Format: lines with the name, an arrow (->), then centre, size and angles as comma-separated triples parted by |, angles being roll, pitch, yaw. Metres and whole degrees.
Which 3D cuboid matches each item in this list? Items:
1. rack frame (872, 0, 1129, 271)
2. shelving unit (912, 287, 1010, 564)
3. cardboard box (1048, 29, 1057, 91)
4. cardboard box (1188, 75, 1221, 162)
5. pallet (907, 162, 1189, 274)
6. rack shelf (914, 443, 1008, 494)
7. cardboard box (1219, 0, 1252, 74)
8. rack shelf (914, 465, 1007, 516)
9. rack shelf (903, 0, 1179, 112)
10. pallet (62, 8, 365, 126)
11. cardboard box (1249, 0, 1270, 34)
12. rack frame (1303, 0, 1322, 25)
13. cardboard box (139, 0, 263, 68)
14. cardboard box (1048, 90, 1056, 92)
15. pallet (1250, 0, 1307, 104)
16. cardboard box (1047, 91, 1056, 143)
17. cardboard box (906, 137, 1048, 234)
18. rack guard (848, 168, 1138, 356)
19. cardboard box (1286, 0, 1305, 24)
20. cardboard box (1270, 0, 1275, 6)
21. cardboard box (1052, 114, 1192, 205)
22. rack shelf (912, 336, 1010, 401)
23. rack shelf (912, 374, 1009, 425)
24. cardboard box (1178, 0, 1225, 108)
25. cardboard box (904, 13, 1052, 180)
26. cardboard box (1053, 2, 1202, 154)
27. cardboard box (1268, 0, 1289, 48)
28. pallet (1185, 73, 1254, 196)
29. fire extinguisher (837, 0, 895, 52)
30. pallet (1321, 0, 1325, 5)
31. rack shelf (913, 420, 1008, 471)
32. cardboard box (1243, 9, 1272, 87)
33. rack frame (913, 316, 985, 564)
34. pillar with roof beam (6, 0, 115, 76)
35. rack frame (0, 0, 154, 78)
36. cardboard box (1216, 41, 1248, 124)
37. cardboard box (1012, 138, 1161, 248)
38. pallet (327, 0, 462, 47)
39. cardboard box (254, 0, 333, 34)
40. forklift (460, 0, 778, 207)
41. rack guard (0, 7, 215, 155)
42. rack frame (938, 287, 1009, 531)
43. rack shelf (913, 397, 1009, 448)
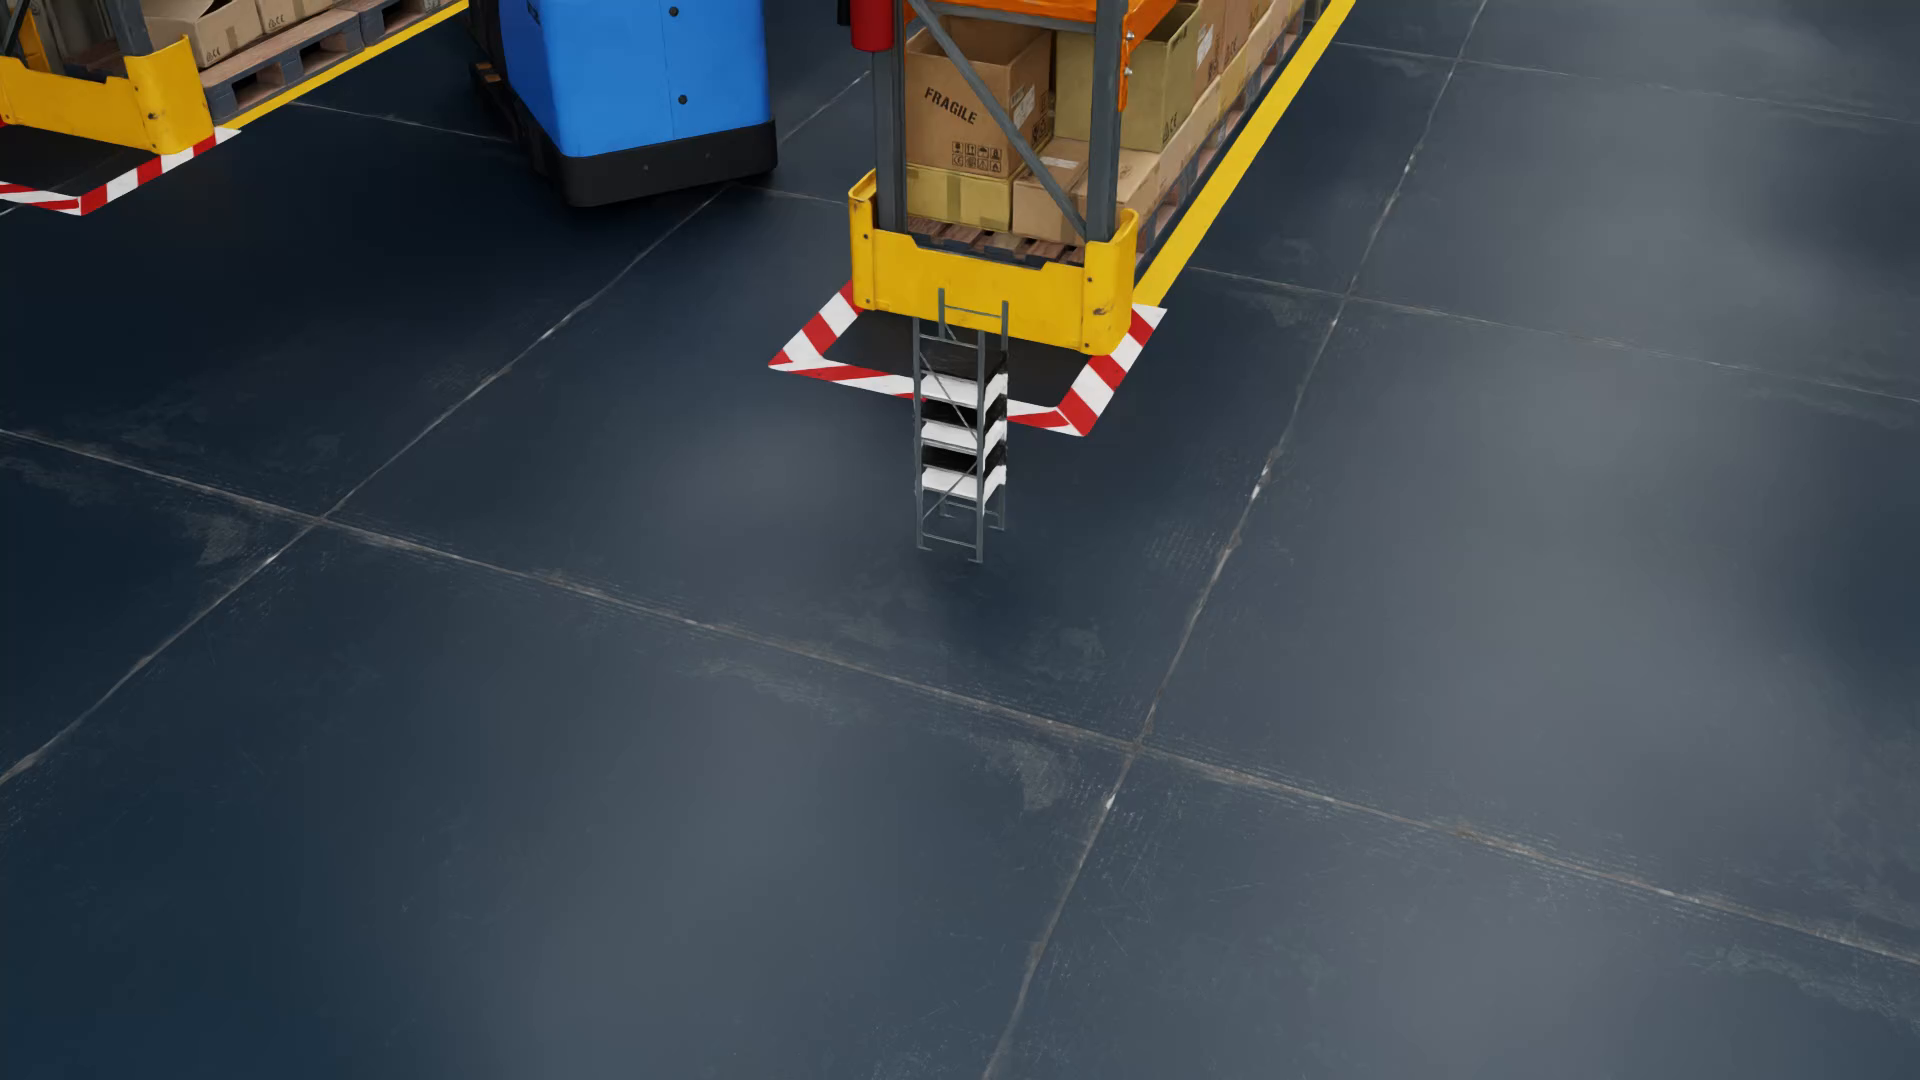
rack frame -> 0.137, -2.178, 6.159 | 1.000, 3.000, 0.127 | 14, 39, 18
shelving unit -> 0.003, -0.365, 5.487 | 0.258, 0.900, 0.210 | 14, 39, 18
cardboard box -> 0.433, -2.467, 7.865 | 0.500, 0.500, 0.500 | 14, 39, 18
cardboard box -> 0.925, -2.046, 7.928 | 0.500, 0.250, 0.500 | 14, 39, 18
pallet -> 0.390, -1.495, 7.573 | 1.003, 0.211, 1.213 | 14, 39, 18
rack shelf -> 0.003, -0.266, 5.560 | 0.258, 0.077, 0.200 | 14, 39, 18
cardboard box -> 1.120, -2.622, 8.072 | 0.500, 0.500, 0.500 | 14, 39, 18
rack shelf -> 0.003, -0.194, 5.614 | 0.258, 0.077, 0.200 | 14, 39, 18
rack shelf -> 0.898, -2.998, 7.856 | 1.077, 0.370, 4.000 | 14, 39, 18
pallet -> -4.074, -2.672, 9.148 | 1.003, 0.211, 1.213 | 14, 39, 18
cardboard box -> 1.297, -2.902, 8.446 | 0.500, 0.500, 0.500 | 14, 39, 18
rack frame -> 1.659, -4.393, 9.122 | 1.000, 3.000, 0.127 | 14, 39, 18
cardboard box -> -4.099, -2.767, 8.824 | 0.500, 0.311, 0.500 | 10, 38, 13
cardboard box -> 0.436, -2.166, 8.089 | 0.500, 0.250, 0.500 | 14, 39, 18
pallet -> 1.318, -2.845, 9.380 | 1.003, 0.211, 1.213 | 14, 39, 18
cardboard box -> 0.247, -1.889, 7.718 | 0.500, 0.250, 0.500 | 14, 39, 18
cardboard box -> 0.068, -1.609, 7.344 | 0.500, 0.250, 0.500 | 14, 39, 18
rack guard -> 0.128, -1.164, 6.890 | 1.175, 0.500, 0.348 | 14, 39, 18
cardboard box -> 1.685, -3.153, 9.409 | 0.500, 0.250, 0.500 | 14, 39, 18
cardboard box -> 1.484, -3.180, 8.818 | 0.500, 0.500, 0.500 | 14, 39, 18
cardboard box -> 0.734, -1.769, 7.557 | 0.500, 0.250, 0.500 | 14, 39, 18
rack shelf -> 0.003, -0.555, 5.345 | 0.258, 0.077, 0.200 | 14, 39, 18
rack shelf -> 0.003, -0.482, 5.399 | 0.258, 0.077, 0.200 | 14, 39, 18
cardboard box -> 0.914, -2.349, 7.707 | 0.500, 0.500, 0.500 | 14, 39, 18
cardboard box -> 0.066, -1.910, 7.120 | 0.500, 0.500, 0.500 | 14, 39, 18
cardboard box -> 0.736, -2.069, 7.332 | 0.500, 0.500, 0.500 | 14, 39, 18
cardboard box -> 1.486, -2.879, 9.042 | 0.500, 0.250, 0.500 | 14, 39, 18
pallet -> 0.855, -2.168, 8.474 | 1.003, 0.211, 1.213 | 14, 39, 18
fire extinguisher -> -0.337, -2.188, 6.236 | 0.296, 0.674, 0.183 | 14, 39, 18
pallet -> 1.904, -3.693, 10.514 | 1.003, 0.211, 1.213 | 14, 39, 18
rack shelf -> 0.003, -0.338, 5.507 | 0.258, 0.077, 0.200 | 14, 39, 18
cardboard box -> 1.309, -2.599, 8.667 | 0.500, 0.250, 0.500 | 14, 39, 18
rack frame -> -0.036, -0.309, 5.411 | 0.240, 0.900, 0.006 | 14, 39, 18
pillar with roof beam -> -0.997, -5.312, 5.340 | 9.100, 9.000, 0.400 | 14, 39, 18
rack frame -> -4.445, -3.305, 7.666 | 1.000, 3.000, 0.127 | 14, 39, 18
cardboard box -> 1.120, -2.322, 8.297 | 0.500, 0.250, 0.500 | 14, 39, 18
cardboard box -> 0.547, -1.492, 7.186 | 0.500, 0.250, 0.500 | 14, 39, 18
pallet -> -3.609, -3.345, 10.049 | 1.003, 0.211, 1.213 | 14, 39, 18
cardboard box -> -3.882, -3.082, 9.247 | 0.500, 0.311, 0.500 | 17, 40, 21
forklift -> -1.988, -3.584, 8.096 | 1.130, 2.935, 3.031 | -16, 40, -21
rack guard -> -4.416, -2.346, 8.471 | 1.175, 0.500, 0.348 | 14, 39, 18
rack frame -> 0.042, -0.421, 5.562 | 0.240, 0.900, 0.006 | 14, 39, 18
rack shelf -> 0.003, -0.410, 5.453 | 0.258, 0.077, 0.200 | 14, 39, 18
